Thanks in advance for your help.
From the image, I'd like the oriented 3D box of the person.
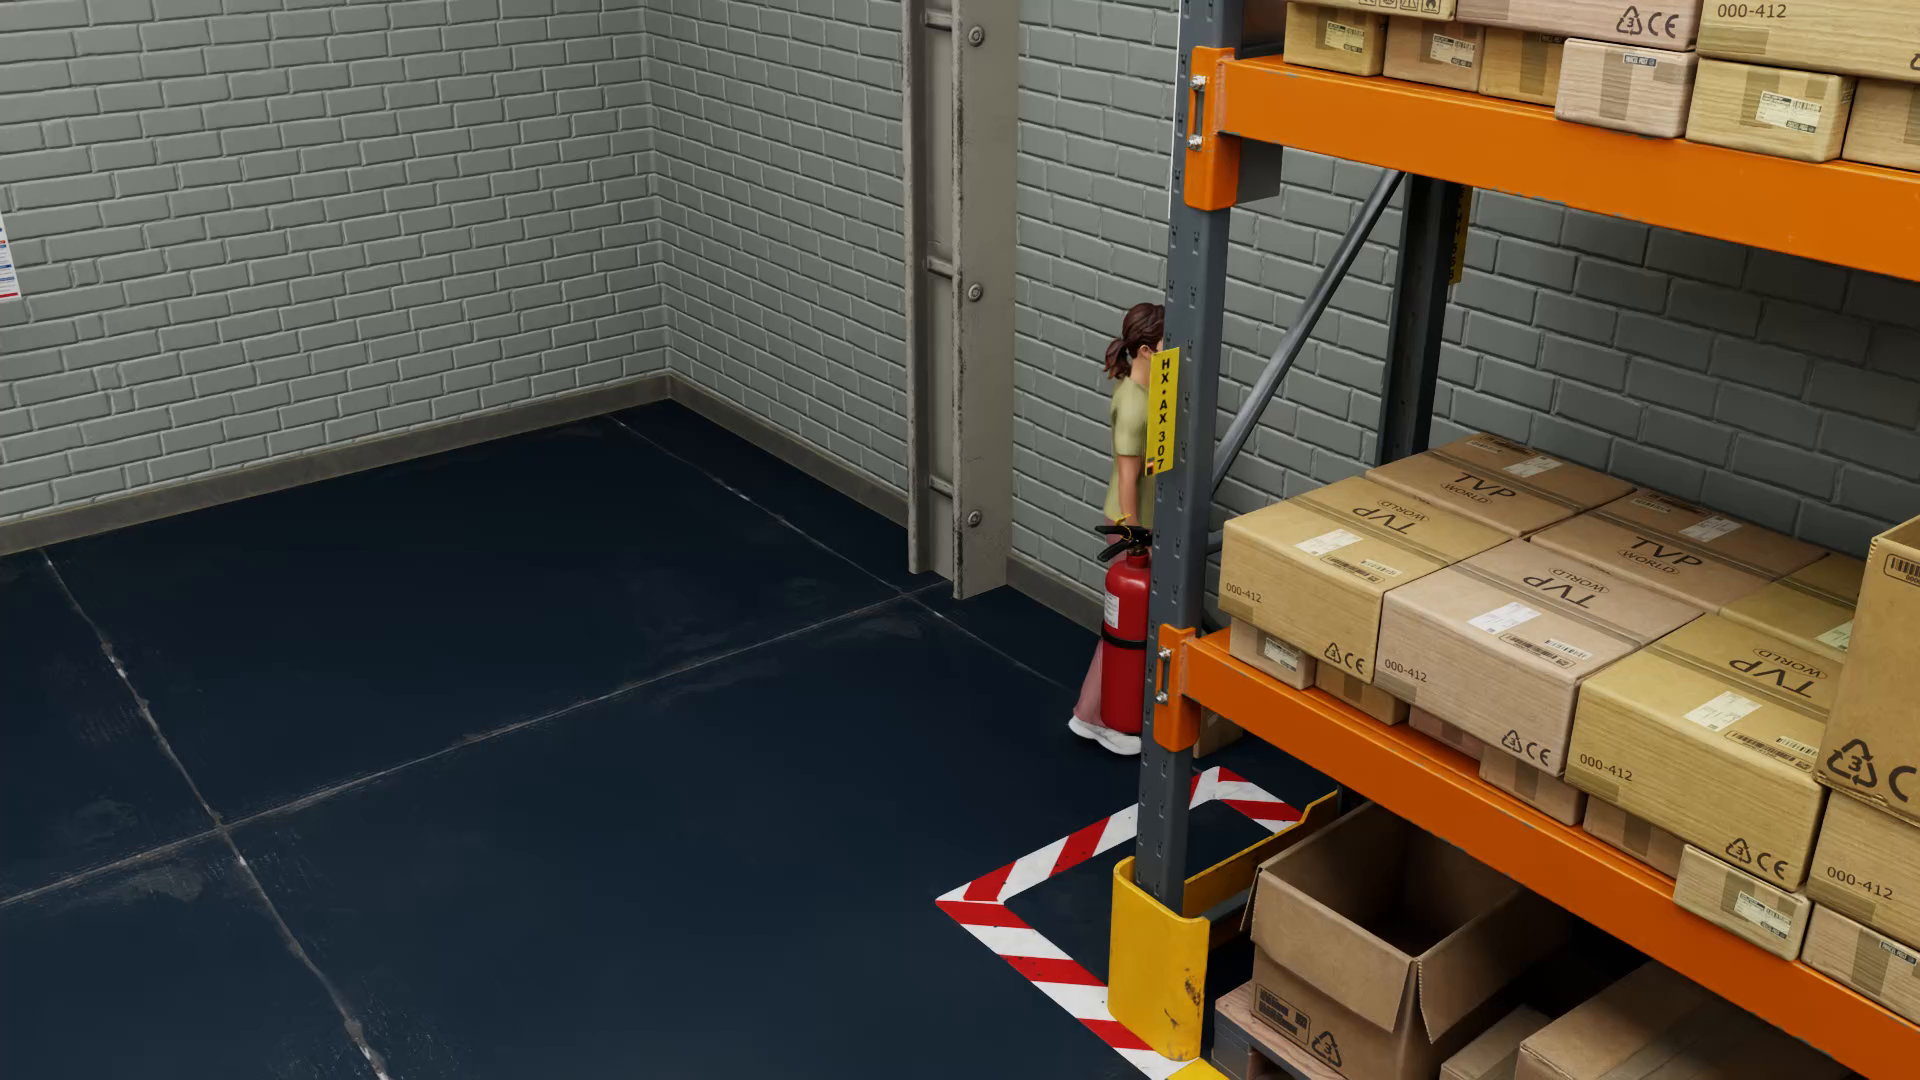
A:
[{"bbox_3d":[0.682,-0.056,6.218,0.460,1.678,0.578,5,25,10],"label":"person"}]
